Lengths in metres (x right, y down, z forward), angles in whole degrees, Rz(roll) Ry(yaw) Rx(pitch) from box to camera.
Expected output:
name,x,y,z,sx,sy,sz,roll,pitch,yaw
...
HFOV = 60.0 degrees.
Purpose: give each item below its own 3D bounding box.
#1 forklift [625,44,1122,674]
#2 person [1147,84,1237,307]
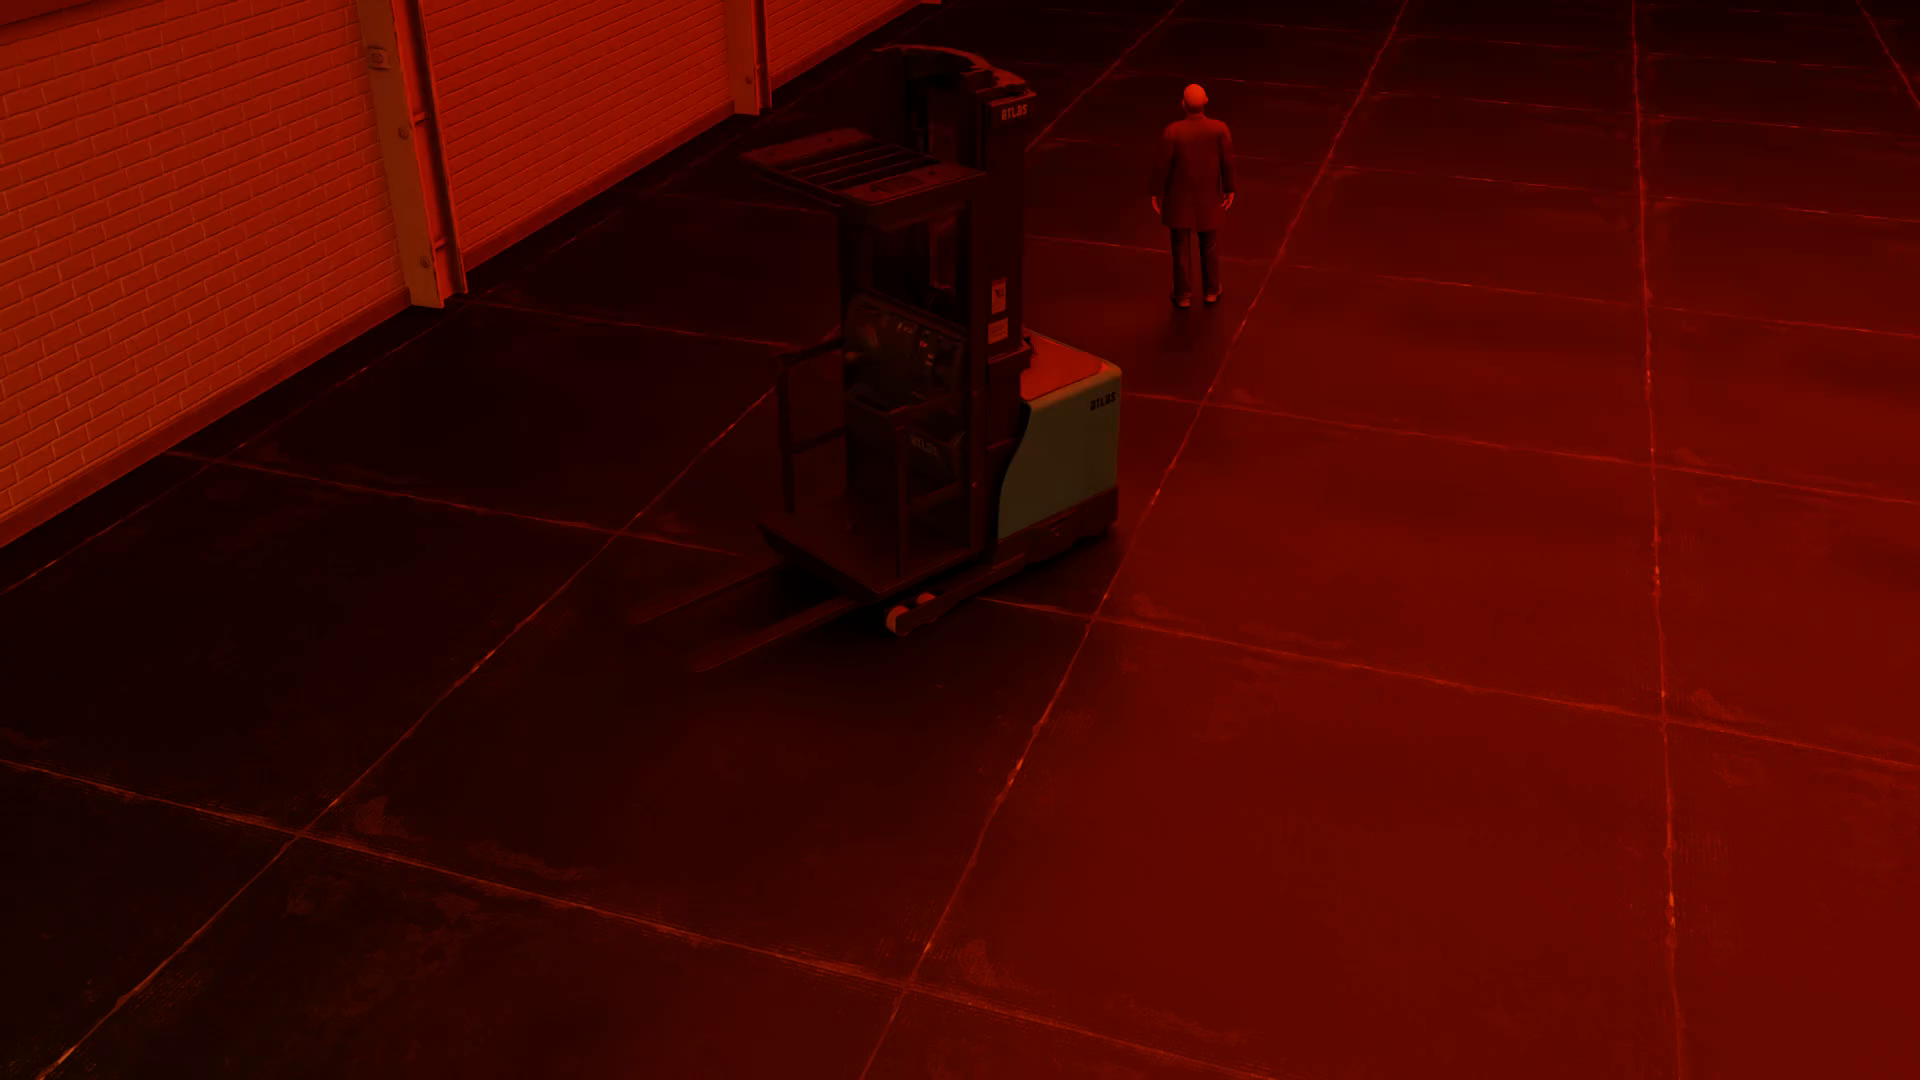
name,x,y,z,sx,sy,sz,roll,pitch,yaw
forklift,-0.459,-1.034,8.951,3.031,2.935,1.130,-25,38,-36
person,1.817,-2.725,13.067,0.698,1.778,0.580,2,30,3
